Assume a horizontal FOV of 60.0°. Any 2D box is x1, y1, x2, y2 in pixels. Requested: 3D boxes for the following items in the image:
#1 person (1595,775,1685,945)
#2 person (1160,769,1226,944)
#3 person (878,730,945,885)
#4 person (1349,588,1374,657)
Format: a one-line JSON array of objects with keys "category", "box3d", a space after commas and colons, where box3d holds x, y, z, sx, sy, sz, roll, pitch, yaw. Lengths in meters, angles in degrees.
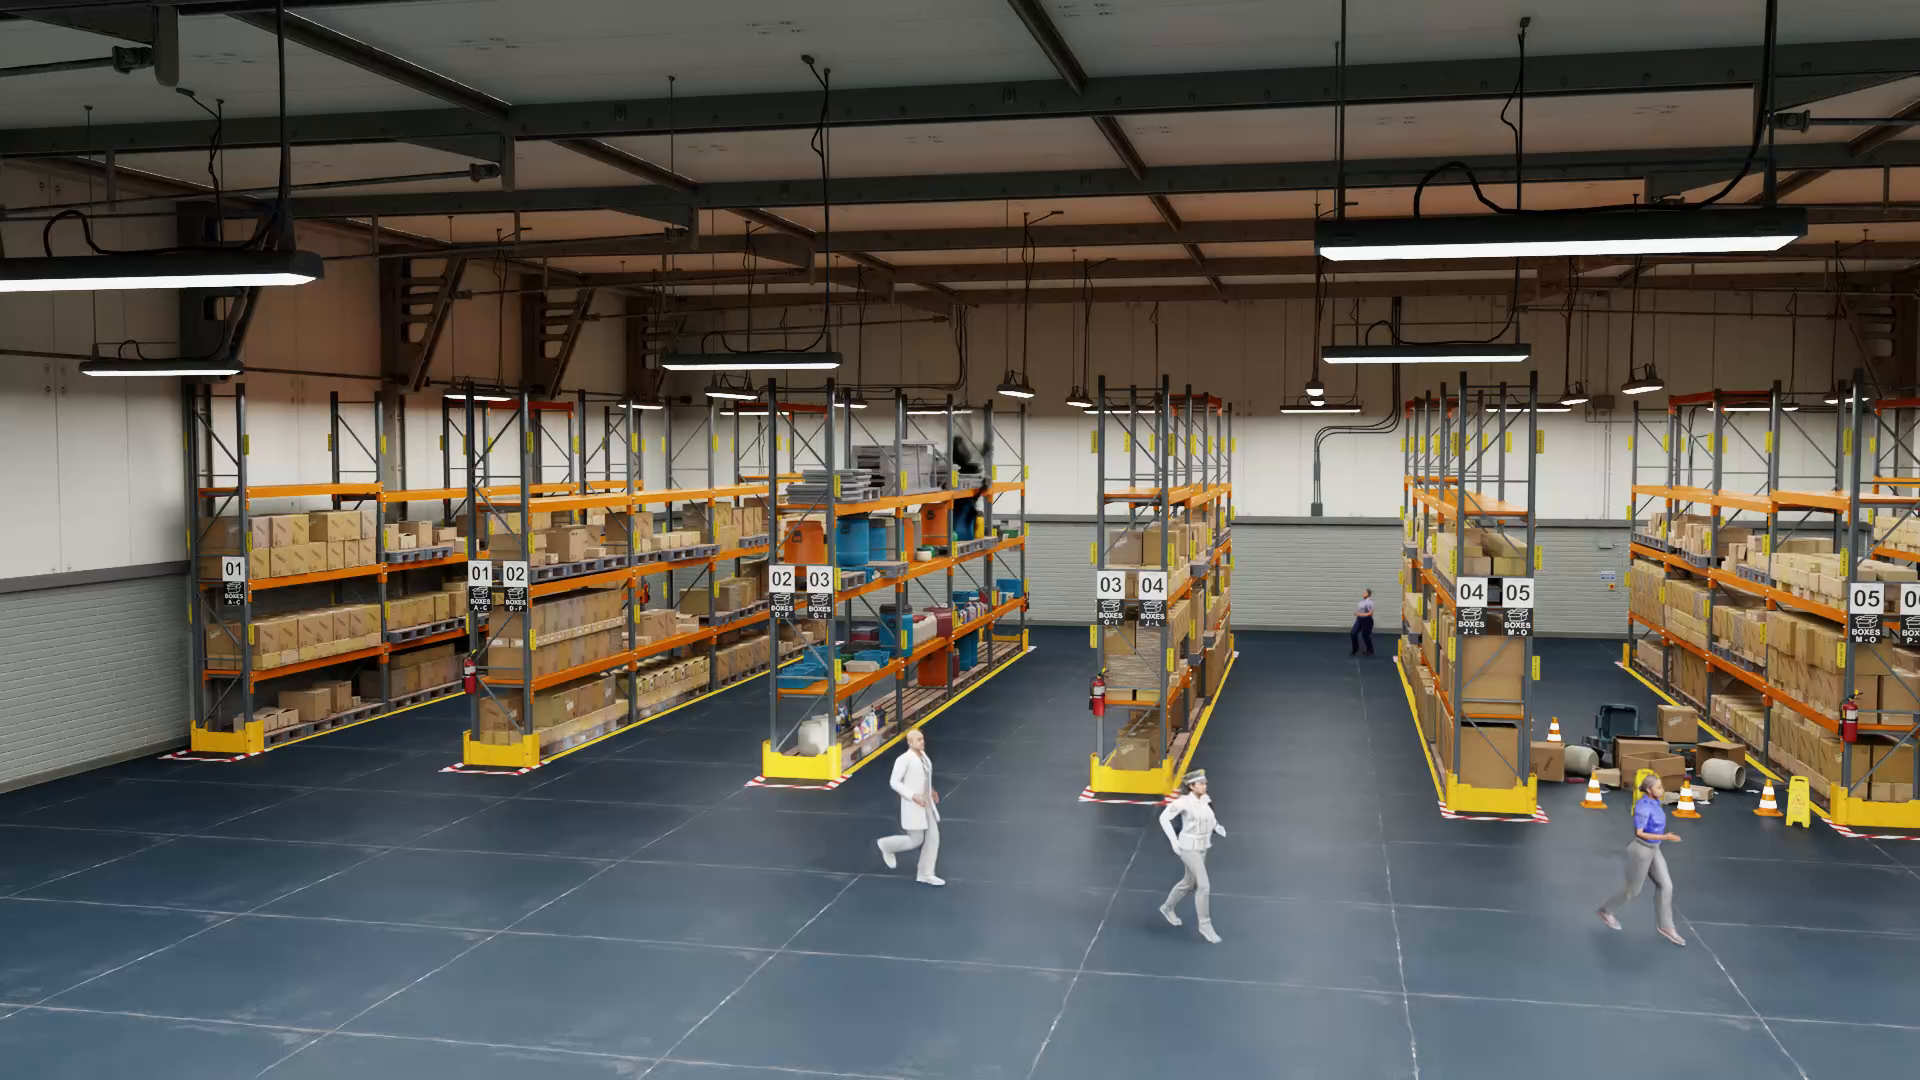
[{"category": "person", "box3d": [6.920, 3.212, 16.885, 0.543, 1.691, 0.869, -3, 5, -45]}, {"category": "person", "box3d": [2.384, 3.182, 17.001, 0.794, 1.729, 0.605, 3, 4, 41]}, {"category": "person", "box3d": [-0.533, 3.047, 19.063, 0.877, 1.754, 0.707, 2, 4, 36]}, {"category": "person", "box3d": [9.557, 1.965, 39.230, 0.662, 1.668, 0.644, -2, 4, -26]}]
